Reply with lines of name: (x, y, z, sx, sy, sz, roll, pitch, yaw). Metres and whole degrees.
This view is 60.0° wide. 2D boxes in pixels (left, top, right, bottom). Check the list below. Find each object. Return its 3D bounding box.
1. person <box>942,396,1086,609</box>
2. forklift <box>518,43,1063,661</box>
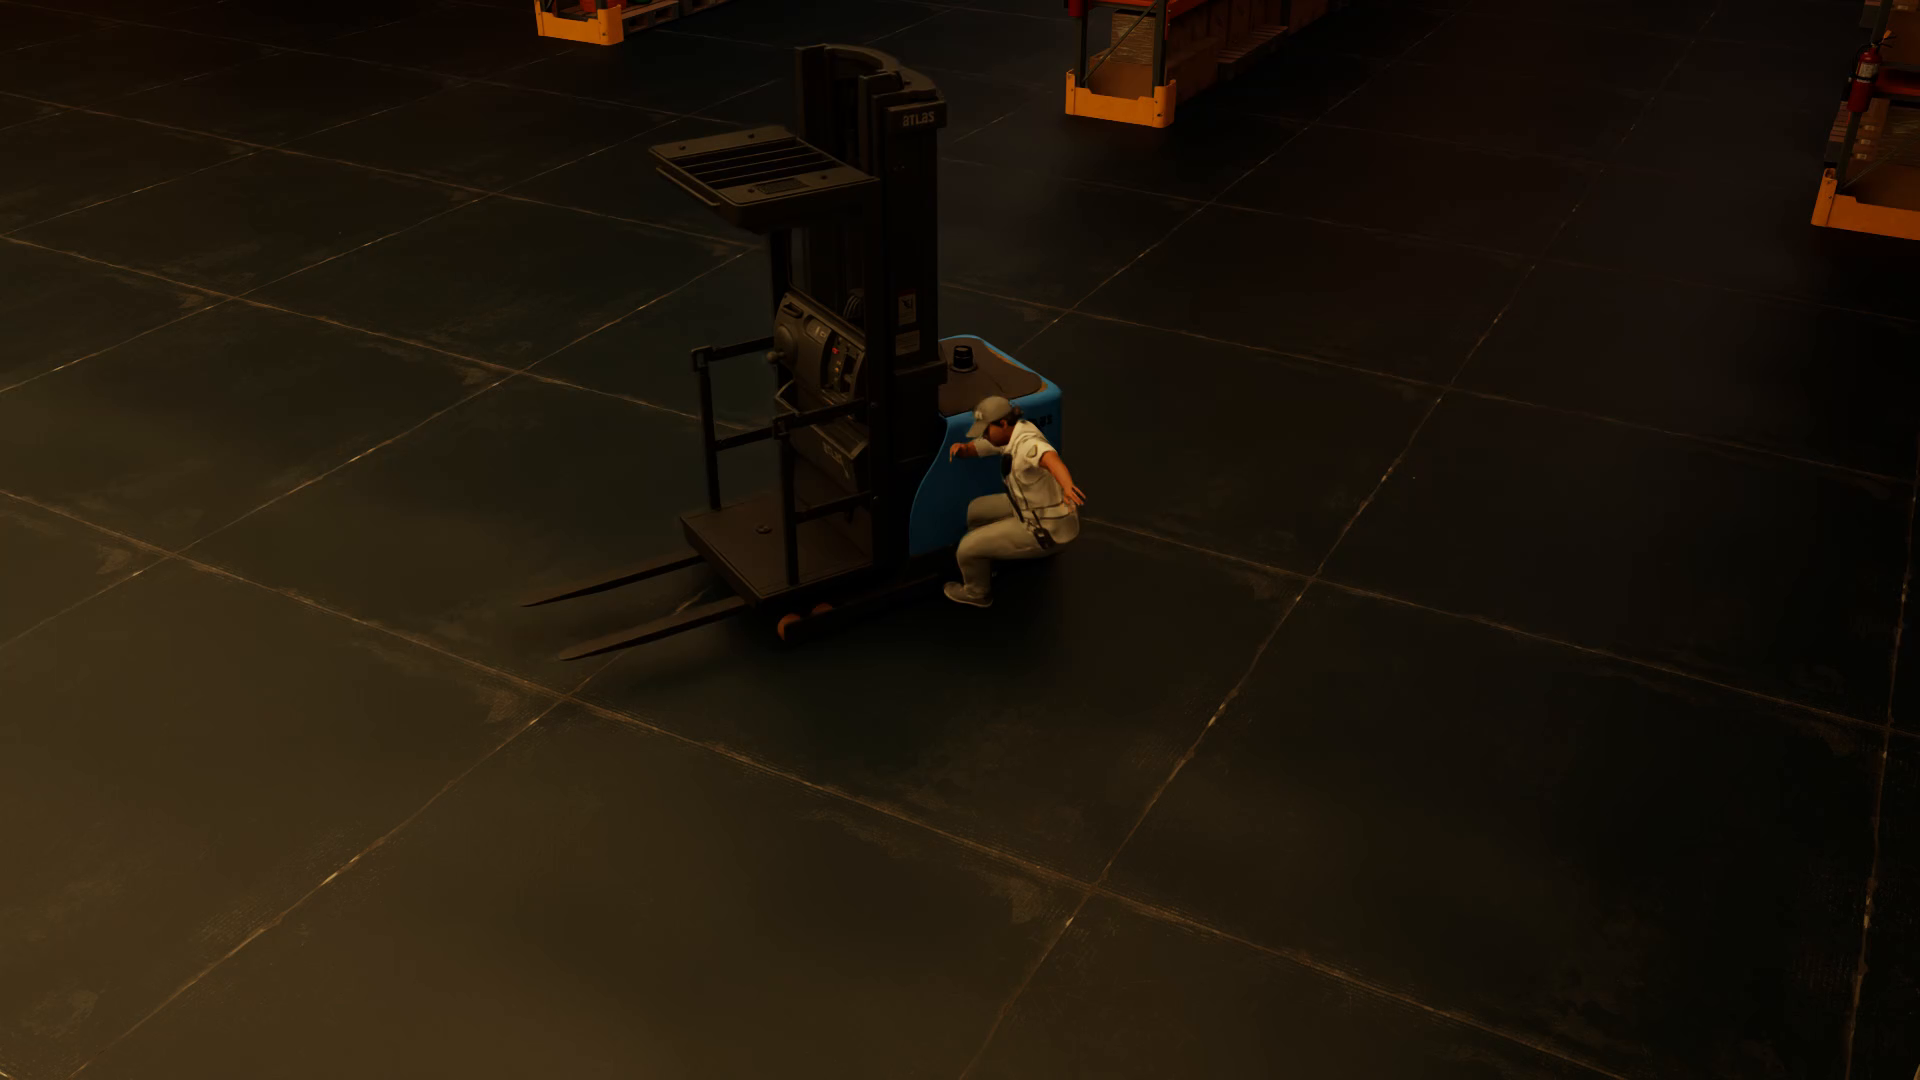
person: (0.282, -0.085, 8.854, 0.717, 1.352, 1.330, -3, 30, -4)
forklift: (-0.929, -1.005, 8.812, 3.031, 2.935, 1.130, -17, 34, -27)
